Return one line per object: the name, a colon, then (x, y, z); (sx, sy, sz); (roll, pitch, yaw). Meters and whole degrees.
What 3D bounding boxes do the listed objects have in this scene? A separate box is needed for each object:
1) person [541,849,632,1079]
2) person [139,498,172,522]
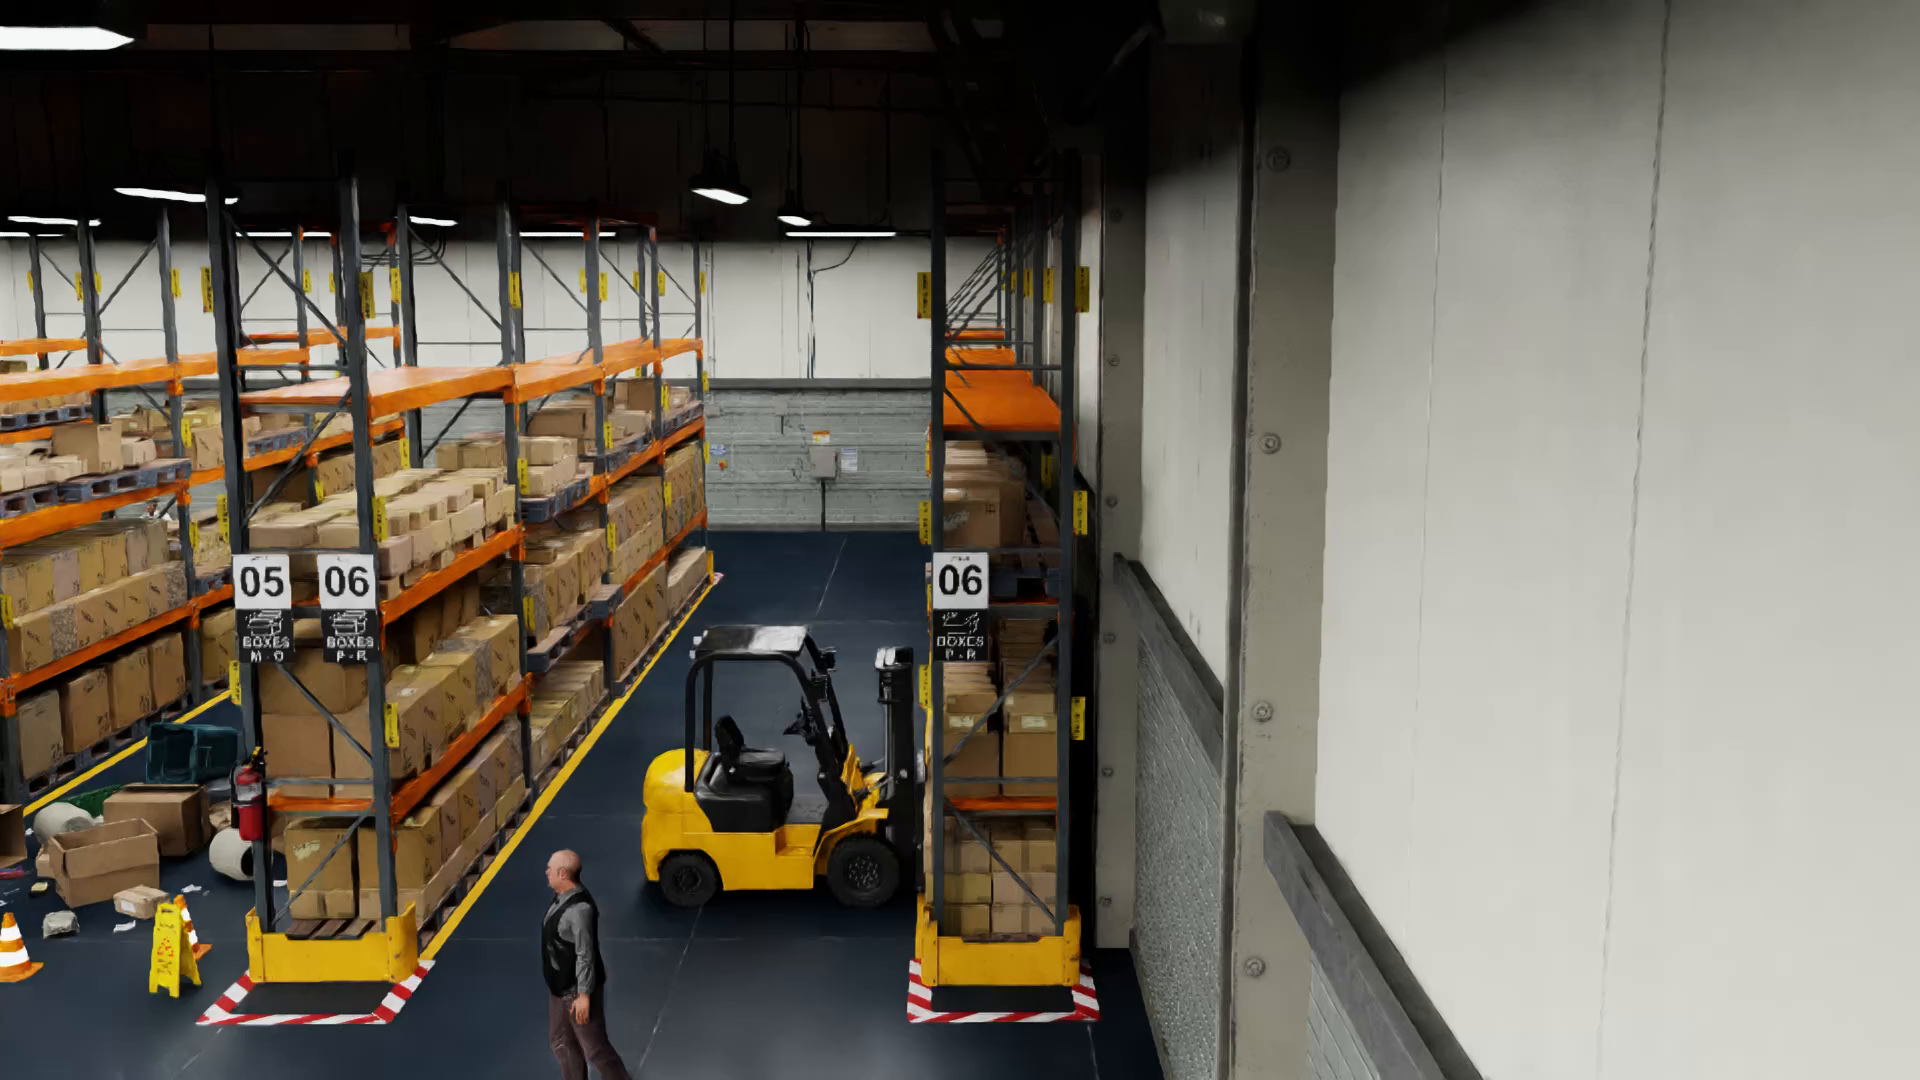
person: (-2.294, 2.722, 10.193); (0.536, 1.713, 0.629); (-4, 10, -26)
person: (-12.950, 0.091, 26.823); (0.639, 1.627, 0.498); (0, 9, -2)
